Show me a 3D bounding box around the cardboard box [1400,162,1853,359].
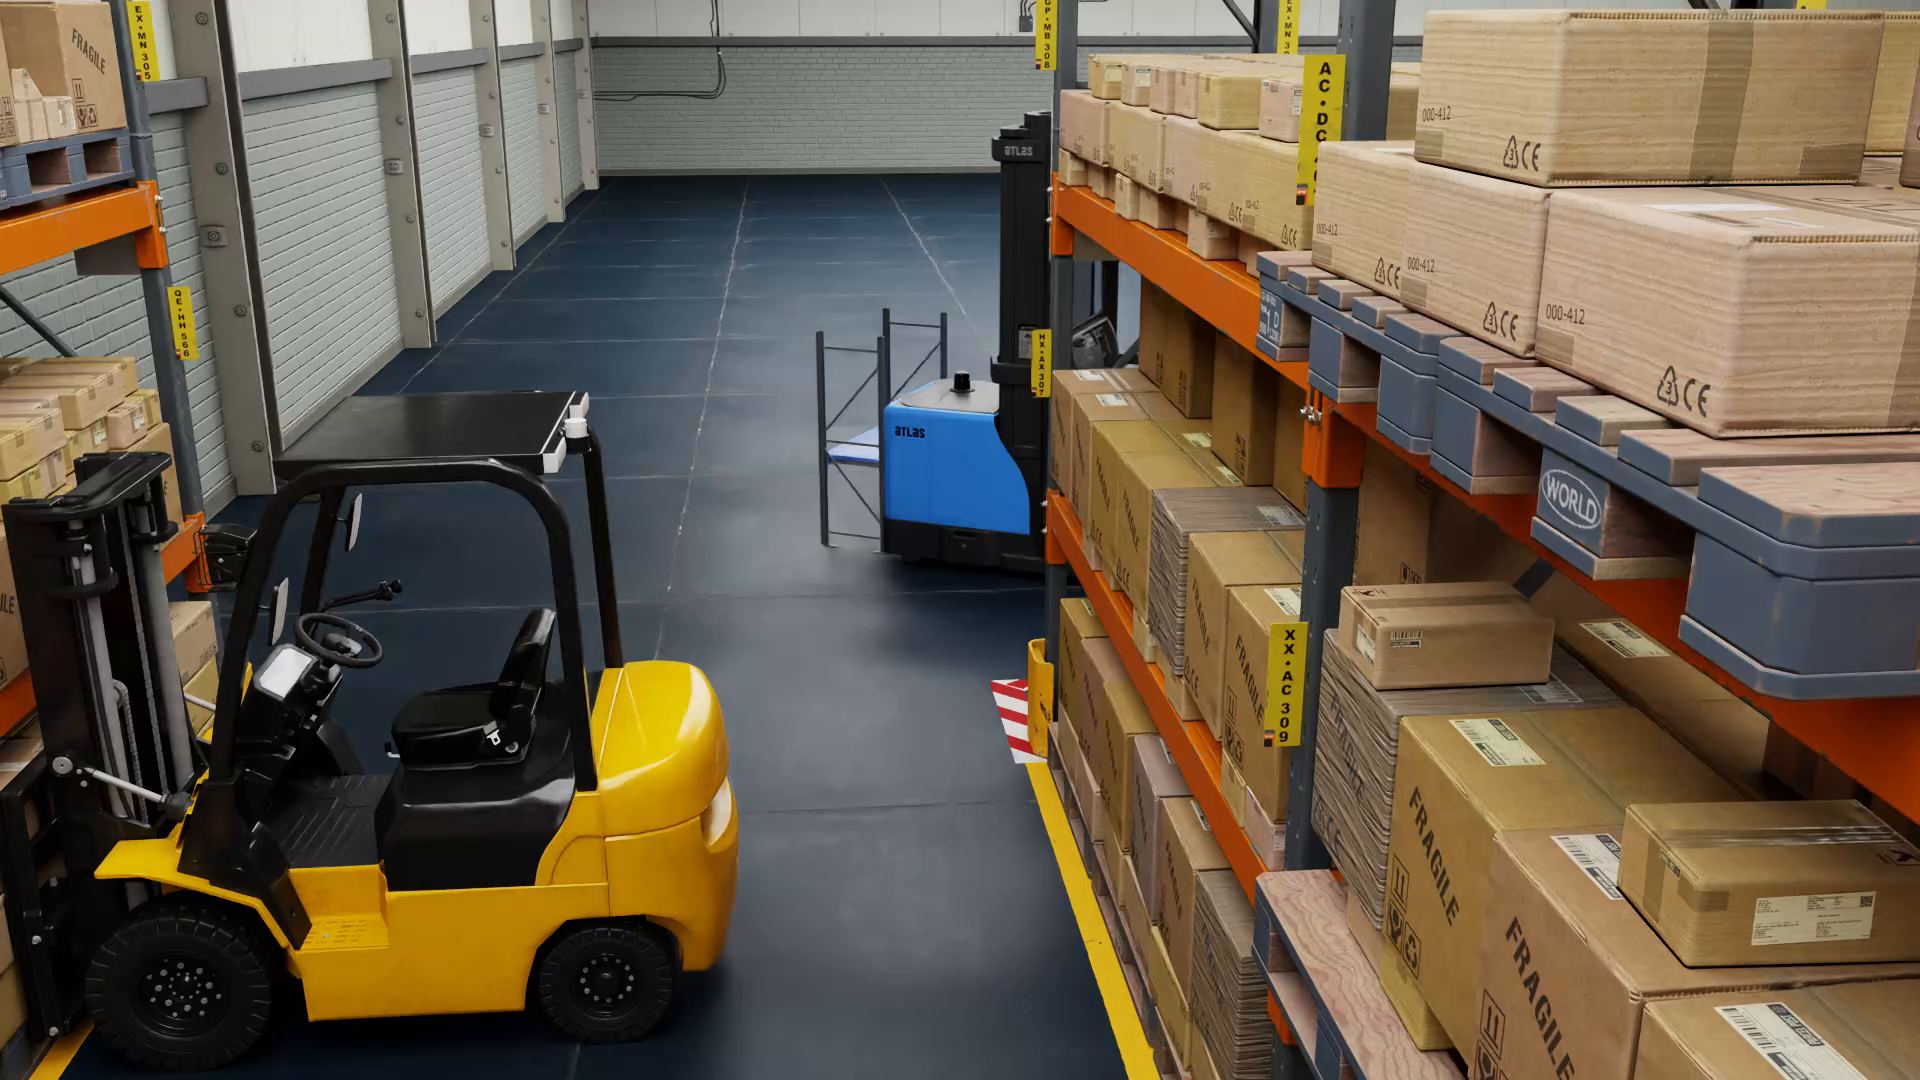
[{"bbox_3d":[1.057,-0.472,2.713,0.500,0.250,0.500,-2,18,-6],"label":"cardboard box"}]

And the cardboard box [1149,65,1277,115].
[{"bbox_3d":[0.837,-1.488,5.488,0.380,0.149,0.250,-2,17,-5],"label":"cardboard box"}]

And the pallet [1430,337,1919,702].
[{"bbox_3d":[1.410,-0.095,2.276,1.213,0.211,1.003,-2,18,-6],"label":"pallet"}]

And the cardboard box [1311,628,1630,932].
[{"bbox_3d":[1.105,0.509,3.682,0.500,0.500,0.500,-1,17,-4],"label":"cardboard box"}]

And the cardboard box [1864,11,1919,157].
[{"bbox_3d":[1.528,-0.879,3.176,0.500,0.250,0.500,-1,17,-4],"label":"cardboard box"}]

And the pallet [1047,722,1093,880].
[{"bbox_3d":[0.986,1.155,7.645,1.003,0.211,1.213,-2,18,-6],"label":"pallet"}]

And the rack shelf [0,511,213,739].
[{"bbox_3d":[-3.801,0.653,5.792,1.077,0.370,4.000,-2,18,-6],"label":"rack shelf"}]

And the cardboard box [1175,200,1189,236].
[{"bbox_3d":[0.941,-1.109,5.612,0.380,0.149,0.250,-2,18,-6],"label":"cardboard box"}]

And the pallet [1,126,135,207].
[{"bbox_3d":[-3.960,-1.464,6.472,1.003,0.211,1.213,-2,18,-6],"label":"pallet"}]

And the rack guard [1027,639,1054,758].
[{"bbox_3d":[0.937,0.774,8.376,1.175,0.500,0.348,-2,18,-6],"label":"rack guard"}]

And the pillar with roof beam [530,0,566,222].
[{"bbox_3d":[-3.025,-10.197,29.133,9.100,9.000,0.400,-2,18,-6],"label":"pillar with roof beam"}]

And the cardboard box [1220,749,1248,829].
[{"bbox_3d":[0.973,0.710,4.827,0.380,0.149,0.250,-1,17,-4],"label":"cardboard box"}]

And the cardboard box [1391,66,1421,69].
[{"bbox_3d":[1.445,-1.431,5.308,0.380,0.149,0.250,-2,18,-6],"label":"cardboard box"}]

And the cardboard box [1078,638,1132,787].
[{"bbox_3d":[0.799,0.724,7.000,0.500,0.500,0.500,-2,18,-8],"label":"cardboard box"}]

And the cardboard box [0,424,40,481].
[{"bbox_3d":[-3.530,-0.308,5.905,0.380,0.149,0.250,-1,17,-5],"label":"cardboard box"}]

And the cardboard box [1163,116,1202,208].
[{"bbox_3d":[0.937,-1.177,5.164,0.500,0.250,0.500,-2,18,-7],"label":"cardboard box"}]

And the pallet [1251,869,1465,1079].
[{"bbox_3d":[1.276,1.074,3.567,1.003,0.211,1.213,-2,18,-6],"label":"pallet"}]

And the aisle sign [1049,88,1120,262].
[{"bbox_3d":[0.615,-1.690,7.713,0.394,0.787,0.004,-2,18,-6],"label":"aisle sign"}]

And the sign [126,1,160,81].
[{"bbox_3d":[-3.466,-2.115,7.052,0.100,0.325,0.005,-2,18,-6],"label":"sign"}]

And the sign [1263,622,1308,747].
[{"bbox_3d":[0.803,0.357,4.088,0.100,0.325,0.005,-2,18,-6],"label":"sign"}]

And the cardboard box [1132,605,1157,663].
[{"bbox_3d":[0.838,0.329,6.041,0.380,0.149,0.250,-2,18,-5],"label":"cardboard box"}]

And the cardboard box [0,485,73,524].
[{"bbox_3d":[-3.598,0.112,6.146,0.500,0.500,0.500,-2,18,-7],"label":"cardboard box"}]

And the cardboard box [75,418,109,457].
[{"bbox_3d":[-3.671,-0.395,6.676,0.380,0.149,0.250,-1,17,-5],"label":"cardboard box"}]

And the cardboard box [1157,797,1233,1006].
[{"bbox_3d":[0.960,1.185,5.532,0.500,0.500,0.500,-1,17,-5],"label":"cardboard box"}]

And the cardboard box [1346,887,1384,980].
[{"bbox_3d":[1.085,0.845,3.697,0.380,0.149,0.250,-2,17,-5],"label":"cardboard box"}]

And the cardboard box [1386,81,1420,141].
[{"bbox_3d":[1.092,-1.029,4.026,0.380,0.149,0.250,-1,17,-4],"label":"cardboard box"}]

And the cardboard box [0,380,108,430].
[{"bbox_3d":[-3.651,-0.536,6.629,0.380,0.149,0.250,-1,17,-4],"label":"cardboard box"}]

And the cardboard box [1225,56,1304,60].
[{"bbox_3d":[1.291,-1.888,6.762,0.380,0.149,0.250,-2,18,-6],"label":"cardboard box"}]

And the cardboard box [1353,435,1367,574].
[{"bbox_3d":[1.481,-0.207,4.994,0.700,0.500,0.500,-2,18,-5],"label":"cardboard box"}]

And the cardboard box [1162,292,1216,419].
[{"bbox_3d":[1.244,-0.811,6.920,0.700,0.500,0.500,-2,18,-5],"label":"cardboard box"}]

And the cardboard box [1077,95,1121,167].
[{"bbox_3d":[0.759,-1.634,6.620,0.500,0.250,0.500,-2,18,-6],"label":"cardboard box"}]

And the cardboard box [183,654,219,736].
[{"bbox_3d":[-3.646,0.722,7.425,0.500,0.250,0.500,-2,18,-6],"label":"cardboard box"}]

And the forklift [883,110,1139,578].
[{"bbox_3d":[1.054,-1.231,10.703,3.031,2.935,1.130,7,19,20],"label":"forklift"}]

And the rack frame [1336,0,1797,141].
[{"bbox_3d":[1.342,-2.111,3.379,1.000,3.000,0.127,-2,18,-6],"label":"rack frame"}]

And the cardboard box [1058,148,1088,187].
[{"bbox_3d":[0.641,-1.643,7.315,0.380,0.149,0.250,-2,18,-6],"label":"cardboard box"}]

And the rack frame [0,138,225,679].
[{"bbox_3d":[-4.007,-0.287,7.582,1.000,3.000,0.127,-2,18,-6],"label":"rack frame"}]

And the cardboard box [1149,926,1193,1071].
[{"bbox_3d":[0.949,1.536,5.666,0.500,0.250,0.500,-2,18,-7],"label":"cardboard box"}]

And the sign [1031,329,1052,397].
[{"bbox_3d":[0.390,-0.837,7.891,0.100,0.325,0.005,-2,18,-6],"label":"sign"}]

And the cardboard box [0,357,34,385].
[{"bbox_3d":[-4.185,-0.679,7.085,0.380,0.149,0.250,-2,18,-7],"label":"cardboard box"}]

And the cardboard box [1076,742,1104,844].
[{"bbox_3d":[0.783,1.072,7.145,0.500,0.250,0.500,-1,17,-4],"label":"cardboard box"}]

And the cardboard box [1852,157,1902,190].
[{"bbox_3d":[1.593,-0.489,2.767,0.500,0.250,0.500,-2,17,-5],"label":"cardboard box"}]

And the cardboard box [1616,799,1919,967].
[{"bbox_3d":[1.253,0.523,2.556,0.380,0.149,0.250,-1,17,-3],"label":"cardboard box"}]

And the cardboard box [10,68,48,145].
[{"bbox_3d":[-3.594,-1.589,6.078,0.396,0.266,0.258,-2,18,-5],"label":"cardboard box"}]

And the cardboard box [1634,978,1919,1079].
[{"bbox_3d":[1.258,0.959,2.250,0.500,0.500,0.500,-2,18,-8],"label":"cardboard box"}]

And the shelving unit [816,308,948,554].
[{"bbox_3d":[-0.526,-0.790,11.689,0.538,1.500,1.048,7,19,22],"label":"shelving unit"}]

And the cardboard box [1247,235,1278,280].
[{"bbox_3d":[1.017,-0.799,4.624,0.380,0.149,0.250,-2,18,-5],"label":"cardboard box"}]

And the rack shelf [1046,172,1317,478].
[{"bbox_3d":[1.136,-0.933,5.834,1.077,0.370,4.000,-2,18,-6],"label":"rack shelf"}]

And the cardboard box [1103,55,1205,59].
[{"bbox_3d":[0.805,-1.946,6.948,0.380,0.149,0.250,-2,18,-6],"label":"cardboard box"}]

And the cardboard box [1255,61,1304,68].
[{"bbox_3d":[1.285,-1.659,6.032,0.380,0.149,0.250,-2,18,-7],"label":"cardboard box"}]

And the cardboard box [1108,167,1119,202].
[{"bbox_3d":[0.800,-1.415,6.588,0.380,0.149,0.250,-2,18,-6],"label":"cardboard box"}]

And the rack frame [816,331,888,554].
[{"bbox_3d":[-0.729,-0.650,11.244,0.500,1.500,0.032,7,19,22],"label":"rack frame"}]

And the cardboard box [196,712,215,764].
[{"bbox_3d":[-3.645,0.955,7.516,0.500,0.250,0.500,-2,18,-5],"label":"cardboard box"}]

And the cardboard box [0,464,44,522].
[{"bbox_3d":[-3.536,-0.168,5.953,0.380,0.149,0.250,-2,18,-5],"label":"cardboard box"}]

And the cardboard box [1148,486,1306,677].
[{"bbox_3d":[0.931,0.129,5.595,0.500,0.500,0.500,-1,17,-4],"label":"cardboard box"}]

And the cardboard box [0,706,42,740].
[{"bbox_3d":[-3.529,0.777,6.413,0.500,0.250,0.500,-2,17,-5],"label":"cardboard box"}]

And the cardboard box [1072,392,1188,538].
[{"bbox_3d":[0.759,-0.327,7.046,0.500,0.500,0.500,-1,17,-4],"label":"cardboard box"}]

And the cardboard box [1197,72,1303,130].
[{"bbox_3d":[0.894,-1.257,4.754,0.380,0.149,0.250,-1,17,-4],"label":"cardboard box"}]

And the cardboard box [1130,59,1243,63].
[{"bbox_3d":[0.842,-1.722,6.233,0.380,0.149,0.250,-2,18,-6],"label":"cardboard box"}]
